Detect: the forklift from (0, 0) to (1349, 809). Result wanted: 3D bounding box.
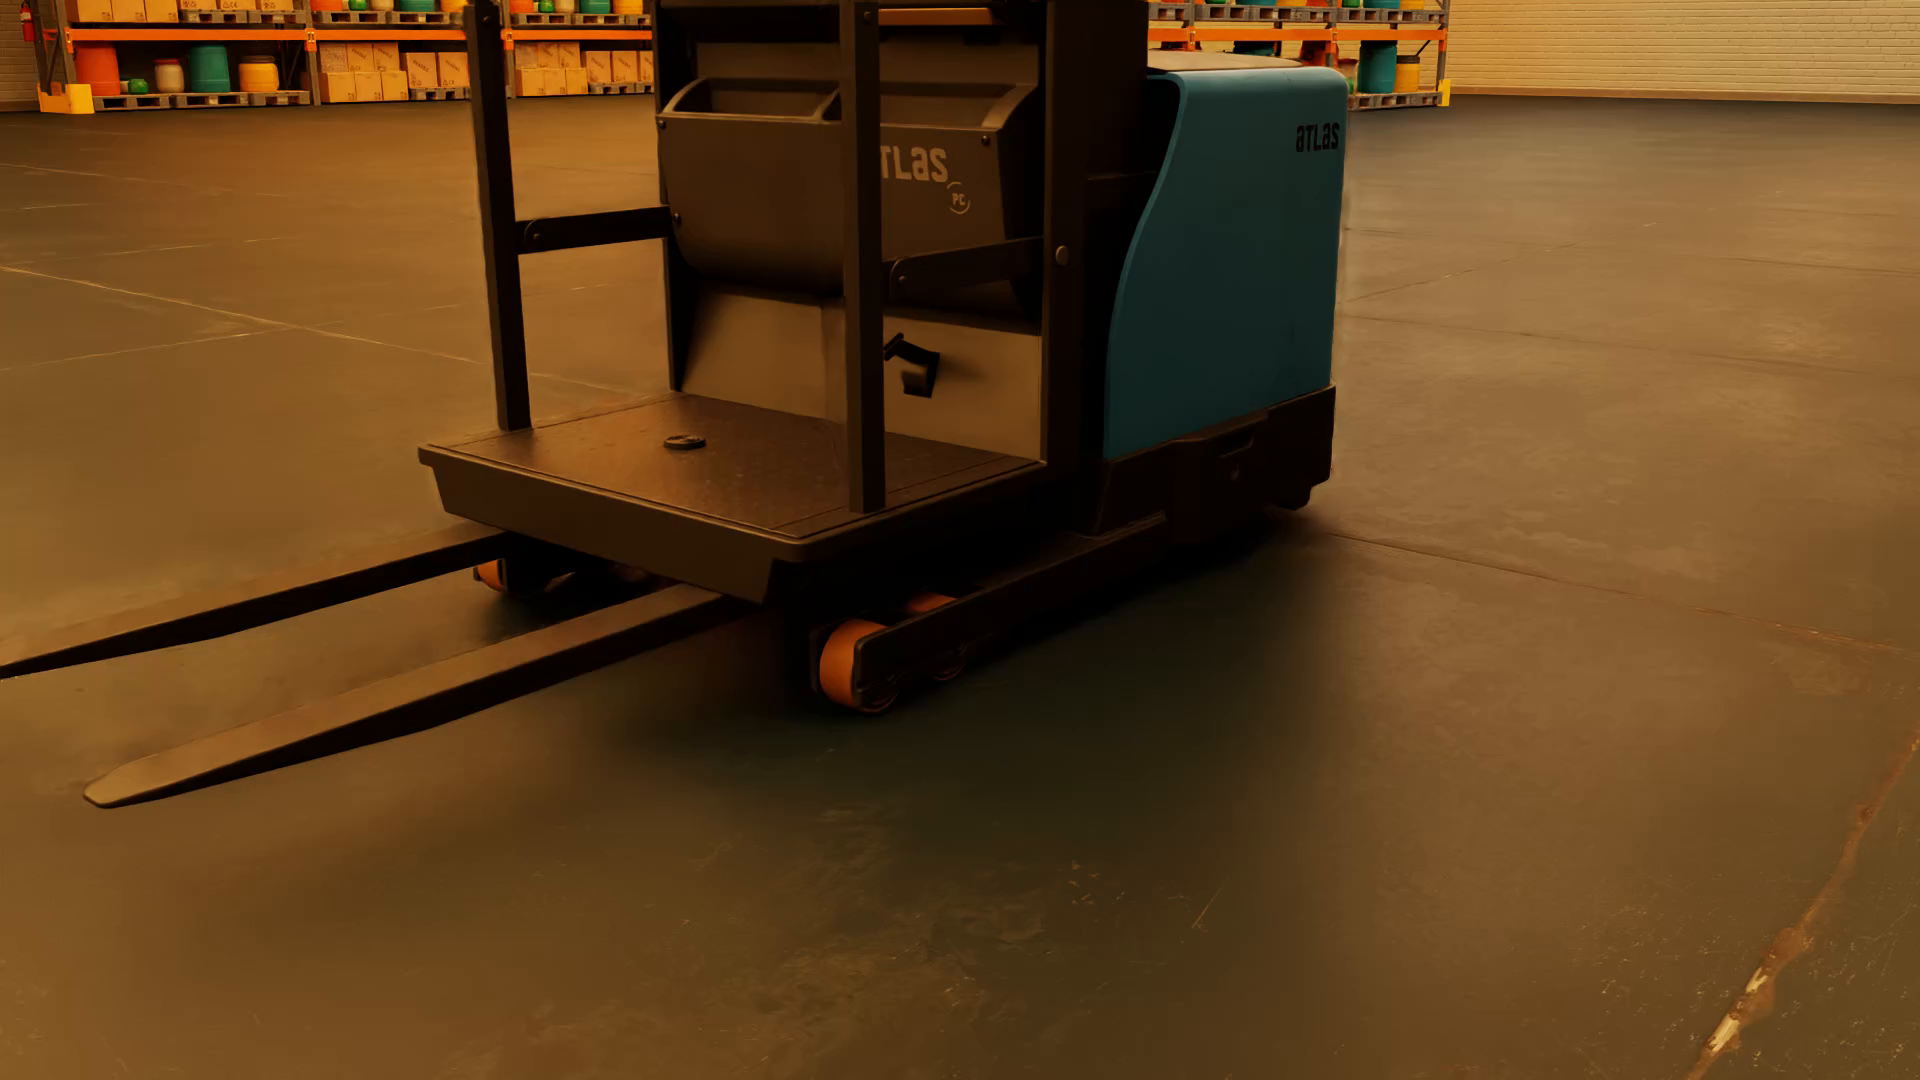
[{"bbox_3d":[-0.378,-1.259,3.044,1.130,2.935,3.031,13,21,37],"label":"forklift"}]
